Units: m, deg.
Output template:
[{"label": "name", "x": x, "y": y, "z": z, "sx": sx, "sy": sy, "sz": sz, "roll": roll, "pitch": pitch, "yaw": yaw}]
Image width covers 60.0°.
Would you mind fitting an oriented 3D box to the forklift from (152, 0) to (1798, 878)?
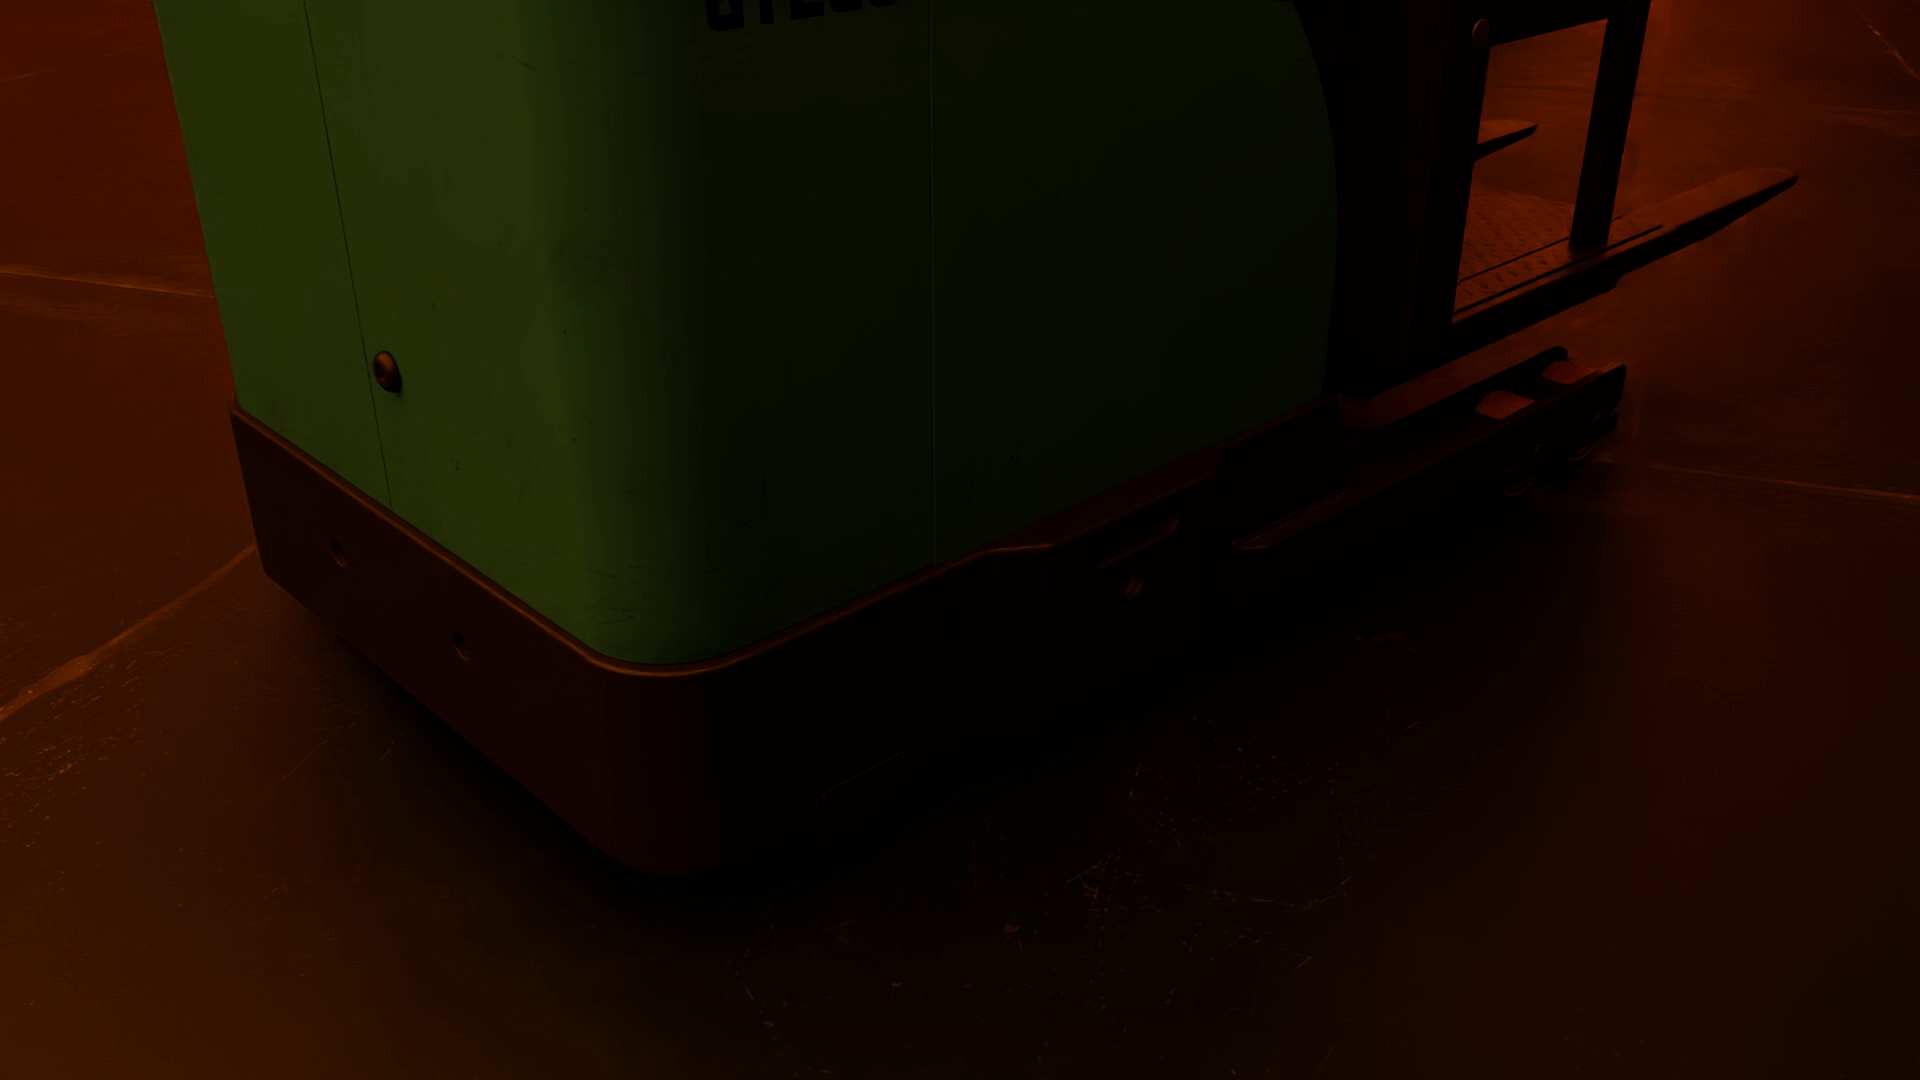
[{"label": "forklift", "x": 0.454, "y": -1.526, "z": 2.267, "sx": 3.031, "sy": 2.935, "sz": 1.130, "roll": -23, "pitch": 35, "yaw": -38}]
